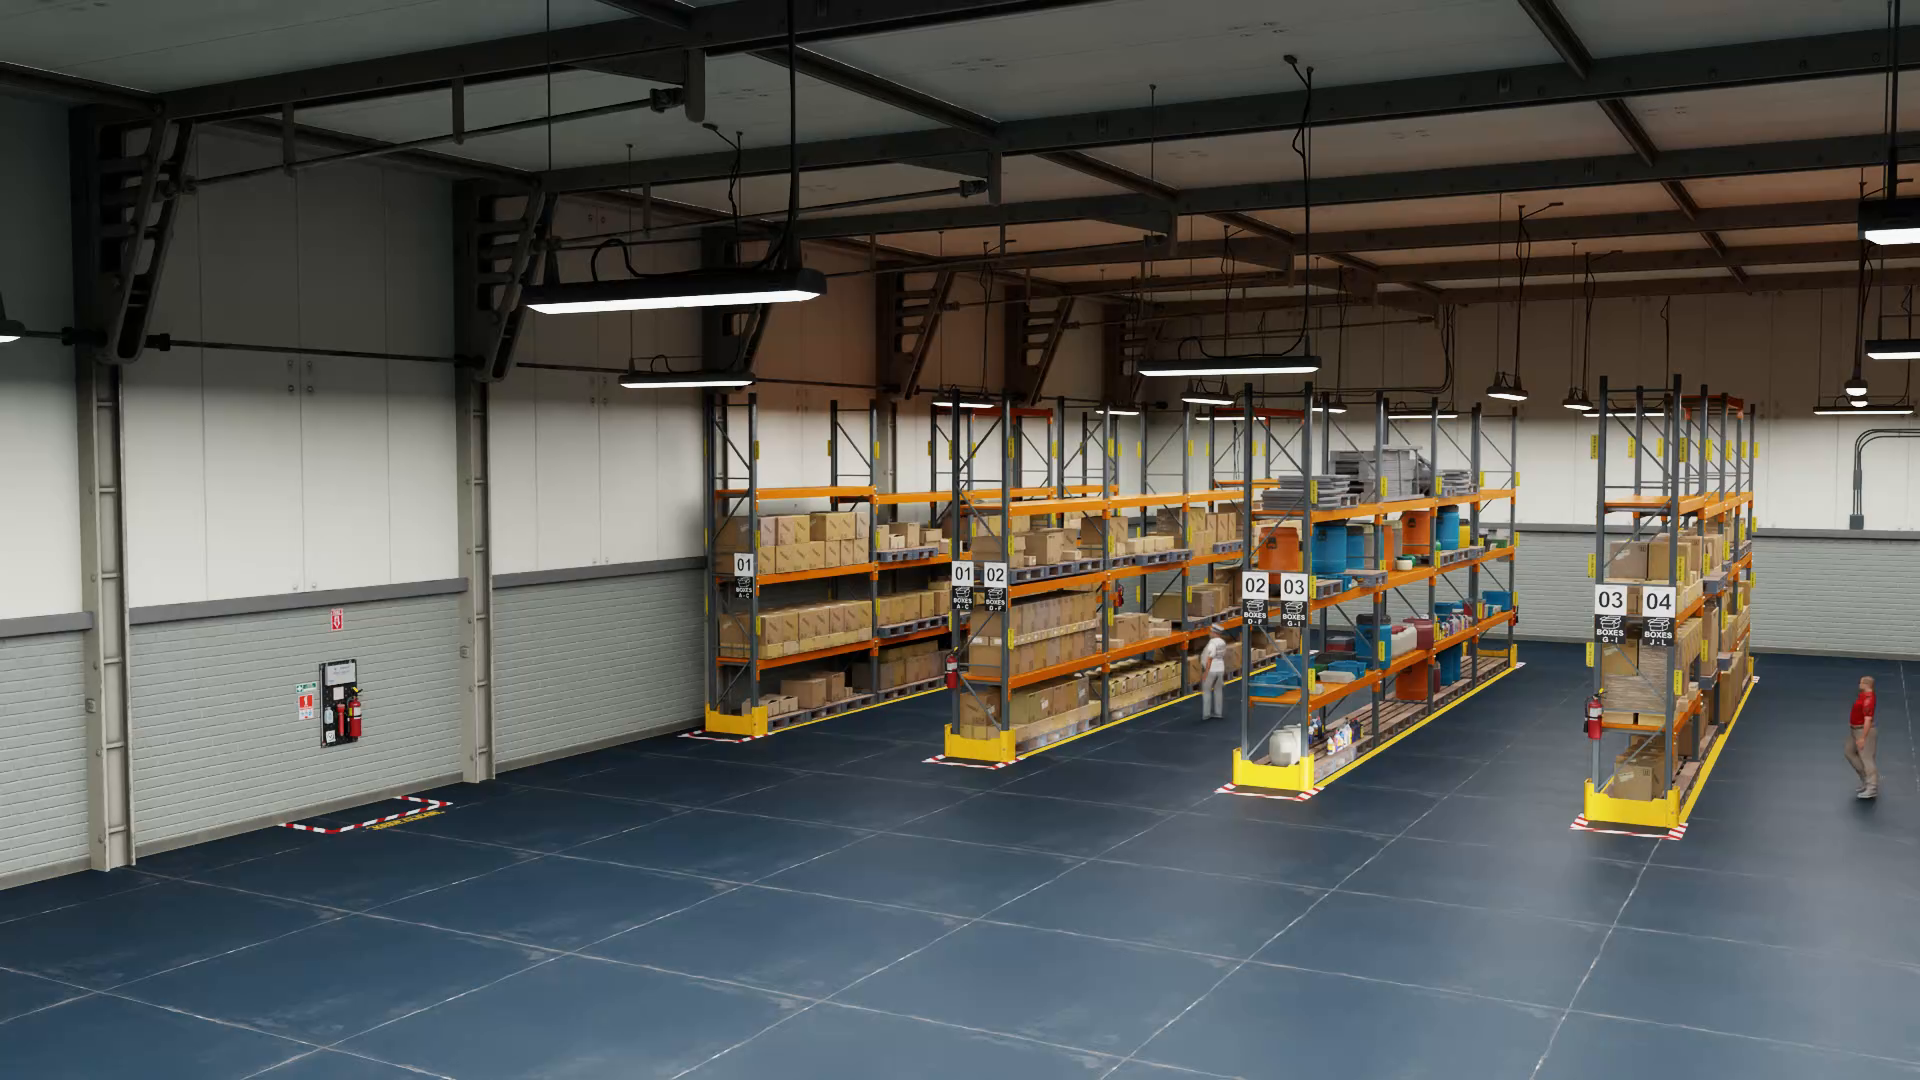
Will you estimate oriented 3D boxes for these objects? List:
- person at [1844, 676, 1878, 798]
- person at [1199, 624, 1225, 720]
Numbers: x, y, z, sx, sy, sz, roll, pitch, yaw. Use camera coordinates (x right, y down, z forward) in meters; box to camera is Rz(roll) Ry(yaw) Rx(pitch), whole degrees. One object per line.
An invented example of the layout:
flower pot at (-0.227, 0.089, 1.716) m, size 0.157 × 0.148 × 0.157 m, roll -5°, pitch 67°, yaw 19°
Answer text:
person at (13.111, 2.833, 24.088) m, size 0.403 × 1.741 × 0.677 m, roll 1°, pitch 3°, yaw 14°
person at (4.696, 2.448, 30.965) m, size 0.538 × 1.777 × 0.469 m, roll -2°, pitch 4°, yaw -36°
